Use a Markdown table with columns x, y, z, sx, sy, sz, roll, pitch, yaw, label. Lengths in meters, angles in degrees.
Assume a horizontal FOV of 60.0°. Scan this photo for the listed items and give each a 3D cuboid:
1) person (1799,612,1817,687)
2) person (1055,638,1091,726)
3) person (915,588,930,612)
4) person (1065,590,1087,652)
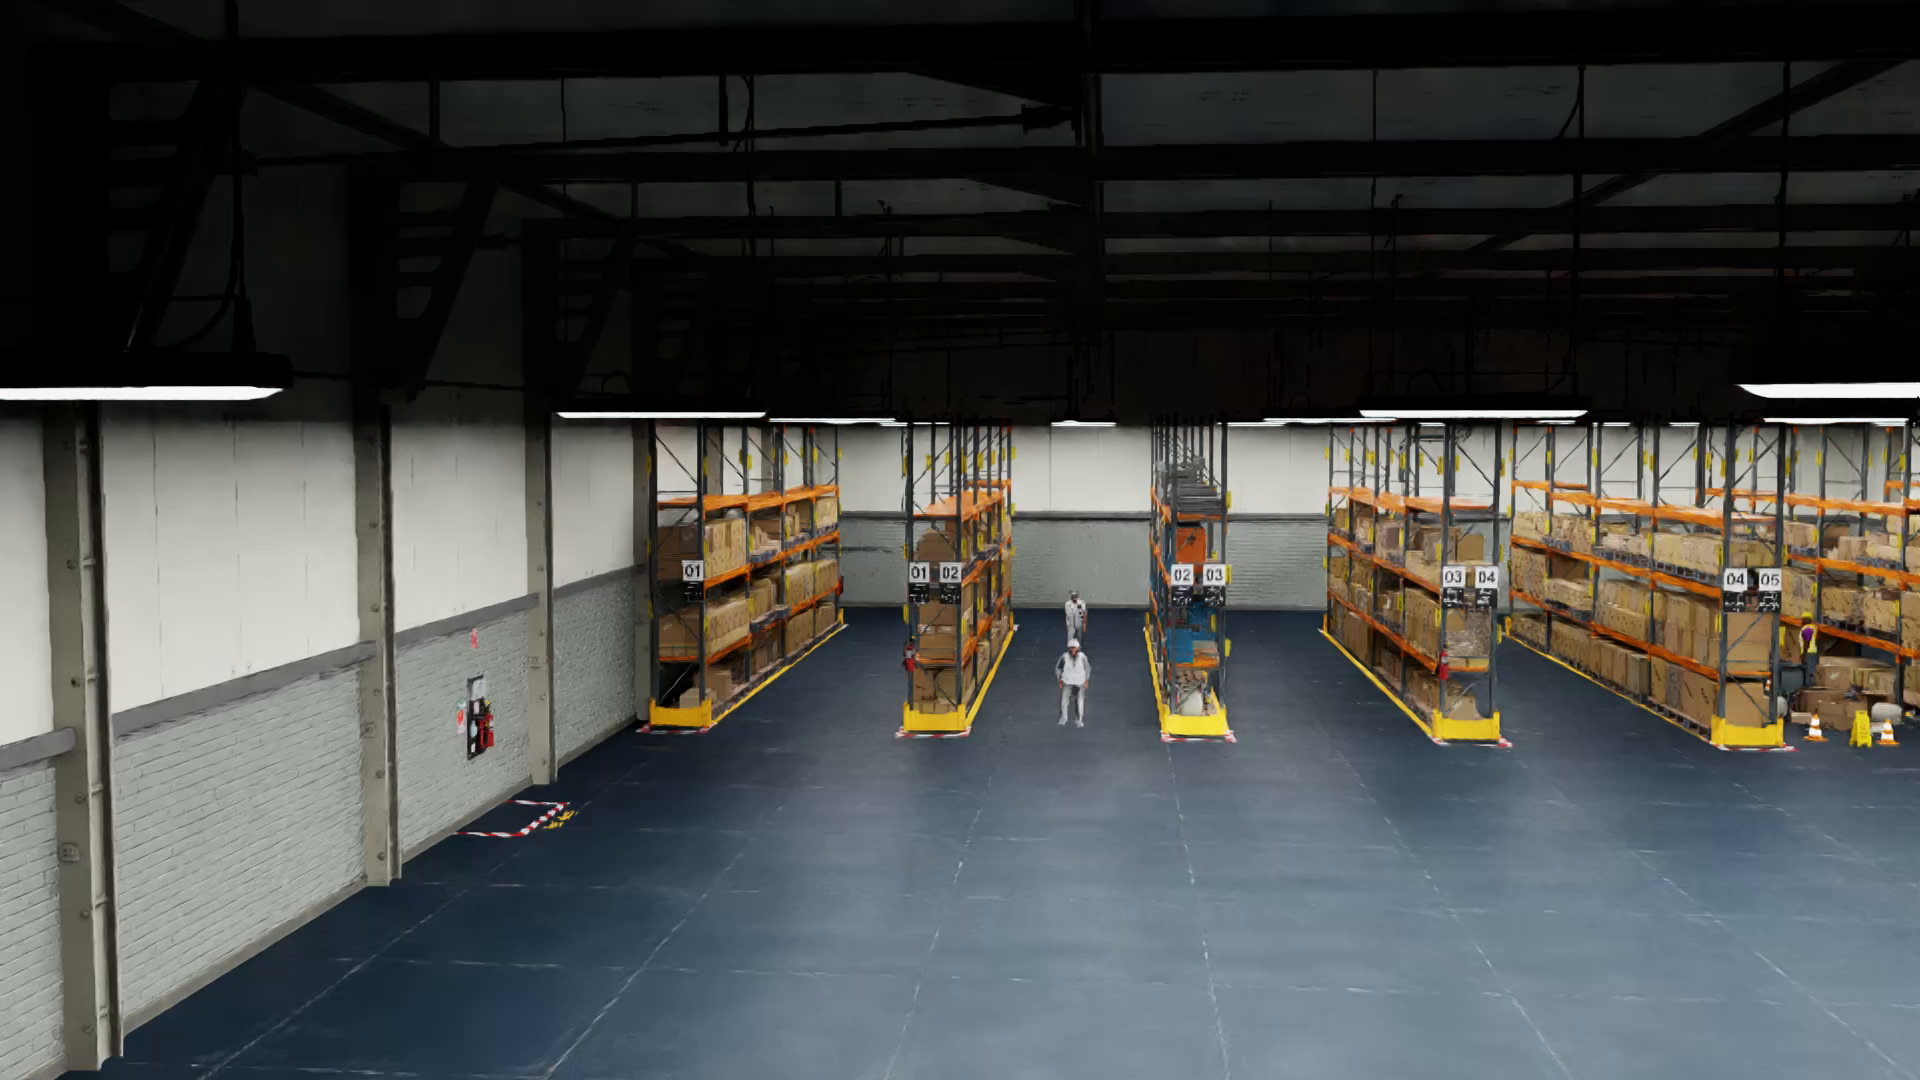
| x | y | z | sx | sy | sz | roll | pitch | yaw | label |
| --- | --- | --- | --- | --- | --- | --- | --- | --- | --- |
| 18.206 | 2.415 | 35.820 | 0.580 | 1.763 | 0.673 | 2 | 4 | 29 | person |
| 2.166 | 2.724 | 31.859 | 0.677 | 1.726 | 0.574 | 0 | 4 | 3 | person |
| -1.029 | 1.795 | 46.339 | 0.456 | 1.589 | 1.088 | 1 | 4 | 8 | person |
| 2.882 | 2.078 | 41.375 | 0.556 | 1.712 | 1.040 | 0 | 4 | 4 | person |
